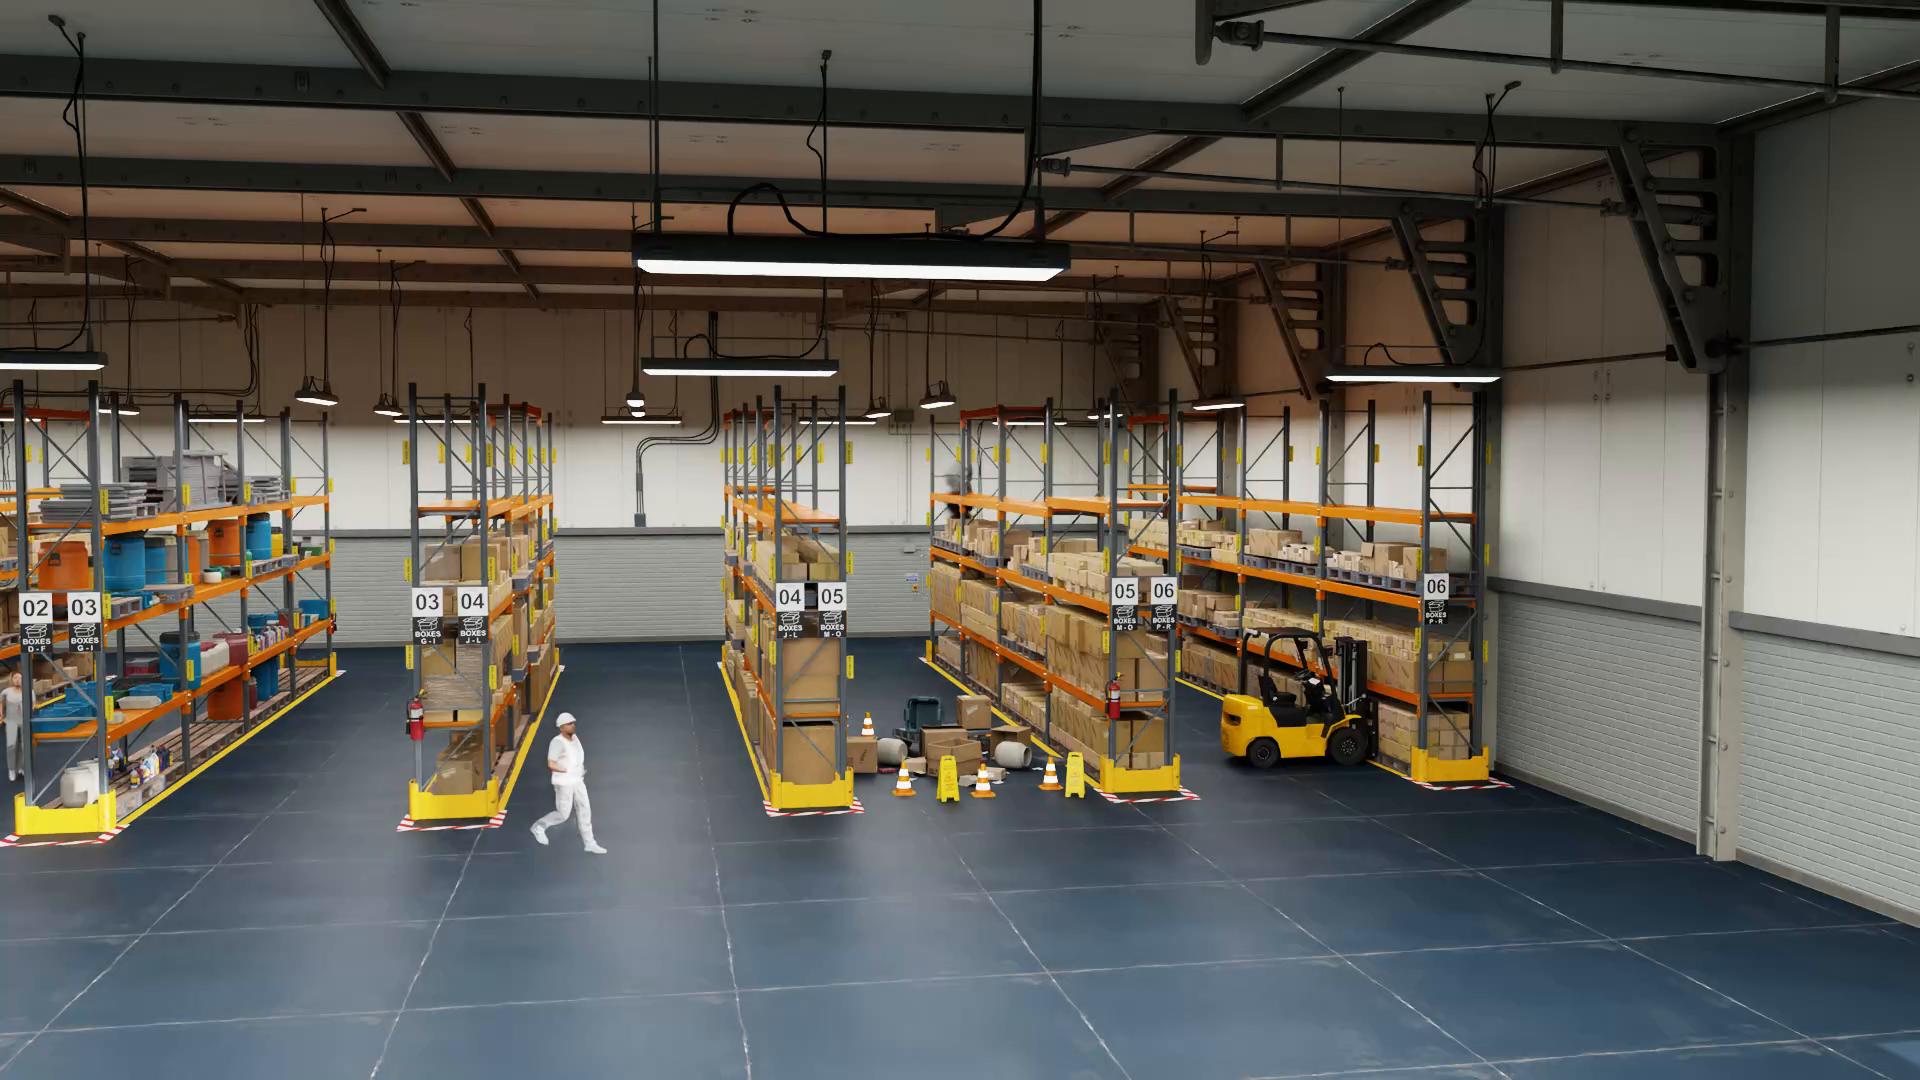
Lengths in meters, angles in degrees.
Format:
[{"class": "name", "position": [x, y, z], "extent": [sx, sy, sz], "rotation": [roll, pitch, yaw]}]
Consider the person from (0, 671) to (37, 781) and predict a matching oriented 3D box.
[{"class": "person", "position": [-14.577, 2.861, 25.721], "extent": [0.533, 1.681, 0.683], "rotation": [-2, 3, -30]}]

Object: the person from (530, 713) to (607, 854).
[{"class": "person", "position": [-4.911, 3.041, 20.816], "extent": [1.022, 1.765, 0.692], "rotation": [1, 3, 17]}]
